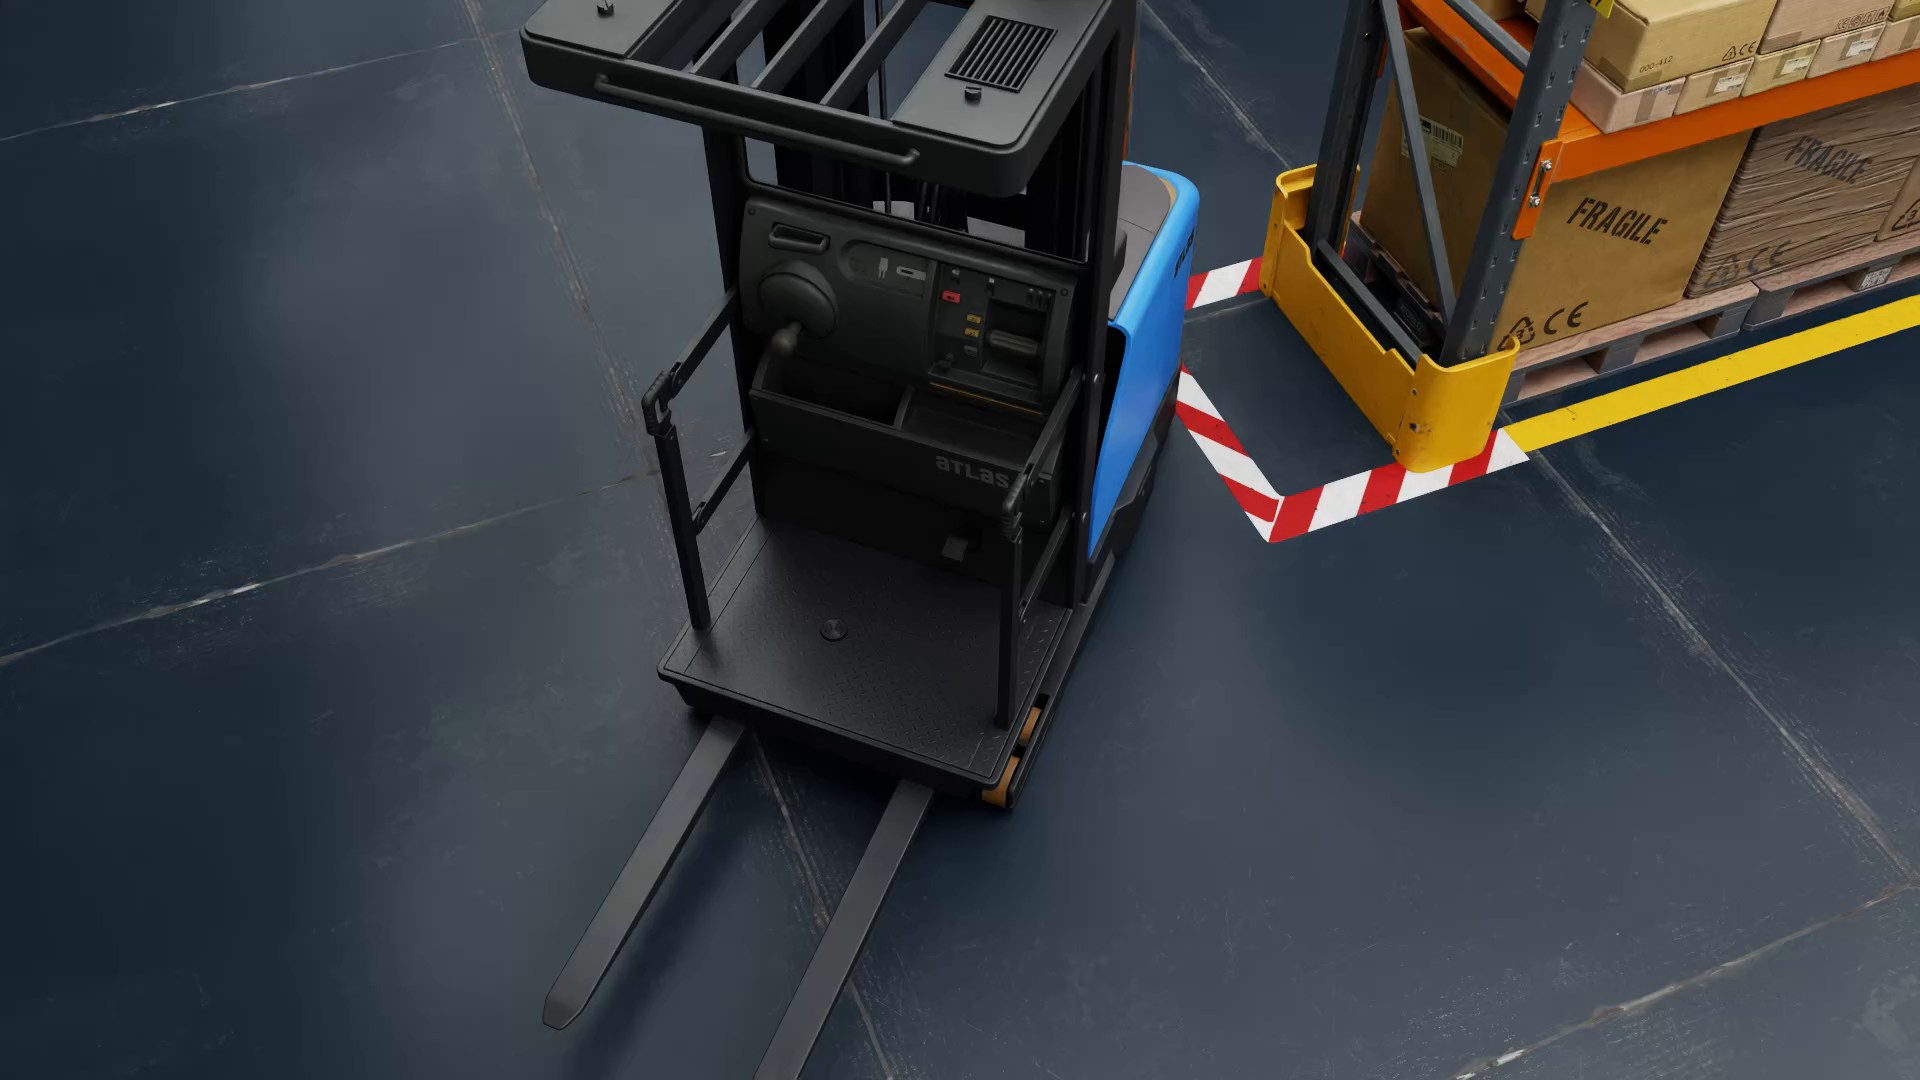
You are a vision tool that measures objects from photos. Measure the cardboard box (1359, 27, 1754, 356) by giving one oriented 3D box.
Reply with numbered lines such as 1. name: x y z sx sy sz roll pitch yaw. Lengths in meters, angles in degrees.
1. cardboard box: 2.132 -1.352 6.058 0.875 0.875 0.875 -17 52 -14

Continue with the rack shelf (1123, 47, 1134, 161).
1. rack shelf: 0.336 -1.595 5.751 0.480 0.518 0.431 1 49 1

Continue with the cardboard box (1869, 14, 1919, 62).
1. cardboard box: 2.974 -1.752 5.443 0.250 0.149 0.380 -18 52 -15

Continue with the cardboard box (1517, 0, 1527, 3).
1. cardboard box: 1.918 -2.041 5.428 0.500 0.250 0.500 -18 52 -15

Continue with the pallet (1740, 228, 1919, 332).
1. pallet: 3.408 -1.390 6.805 1.213 0.211 1.003 -17 52 -14

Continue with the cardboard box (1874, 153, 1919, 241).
1. cardboard box: 3.799 -1.868 6.501 0.875 0.875 0.875 -17 52 -14

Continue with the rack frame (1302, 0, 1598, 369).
1. rack frame: 1.570 -1.668 5.205 0.127 3.000 1.000 -17 52 -14

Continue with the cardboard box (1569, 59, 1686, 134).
1. cardboard box: 2.023 -1.456 5.189 0.250 0.149 0.380 -17 51 -14

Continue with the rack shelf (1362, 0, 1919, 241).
1. rack shelf: 3.421 -2.007 5.971 4.000 0.370 1.077 -17 52 -14

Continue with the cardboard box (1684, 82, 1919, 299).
1. cardboard box: 2.975 -1.613 6.282 0.875 0.875 0.875 -17 52 -14

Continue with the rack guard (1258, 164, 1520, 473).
1. rack guard: 1.548 -0.846 6.147 0.348 0.500 1.175 -17 52 -14

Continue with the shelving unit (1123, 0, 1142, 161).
1. shelving unit: 0.336 -1.604 5.741 0.503 2.100 0.431 1 49 1

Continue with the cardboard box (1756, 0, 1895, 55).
1. cardboard box: 2.595 -1.817 5.236 0.500 0.250 0.500 -18 52 -15

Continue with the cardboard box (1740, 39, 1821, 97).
1. cardboard box: 2.497 -1.604 5.316 0.250 0.149 0.380 -18 52 -15

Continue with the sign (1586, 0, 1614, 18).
1. sign: 1.774 -1.584 4.510 0.005 0.325 0.100 -17 52 -14

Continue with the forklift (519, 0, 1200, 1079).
1. forklift: -0.230 -0.516 4.261 1.130 2.935 3.031 17 51 14

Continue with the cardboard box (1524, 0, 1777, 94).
1. cardboard box: 2.116 -1.664 5.104 0.500 0.250 0.500 -18 52 -15

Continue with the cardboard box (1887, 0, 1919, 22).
1. cardboard box: 3.062 -1.959 5.358 0.500 0.250 0.500 -19 52 -15

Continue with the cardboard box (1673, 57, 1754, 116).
1. cardboard box: 2.260 -1.530 5.253 0.250 0.149 0.380 -18 52 -15

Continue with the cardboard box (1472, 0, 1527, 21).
1. cardboard box: 1.775 -1.919 5.587 0.250 0.149 0.380 -16 51 -14

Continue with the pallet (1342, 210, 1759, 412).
1. pallet: 2.281 -1.043 6.507 1.213 0.211 1.003 -17 52 -14

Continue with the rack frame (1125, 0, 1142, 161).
1. rack frame: 0.580 -1.600 5.736 0.015 2.100 0.400 1 49 1

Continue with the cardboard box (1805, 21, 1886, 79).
1. cardboard box: 2.738 -1.680 5.381 0.250 0.149 0.380 -18 52 -15
